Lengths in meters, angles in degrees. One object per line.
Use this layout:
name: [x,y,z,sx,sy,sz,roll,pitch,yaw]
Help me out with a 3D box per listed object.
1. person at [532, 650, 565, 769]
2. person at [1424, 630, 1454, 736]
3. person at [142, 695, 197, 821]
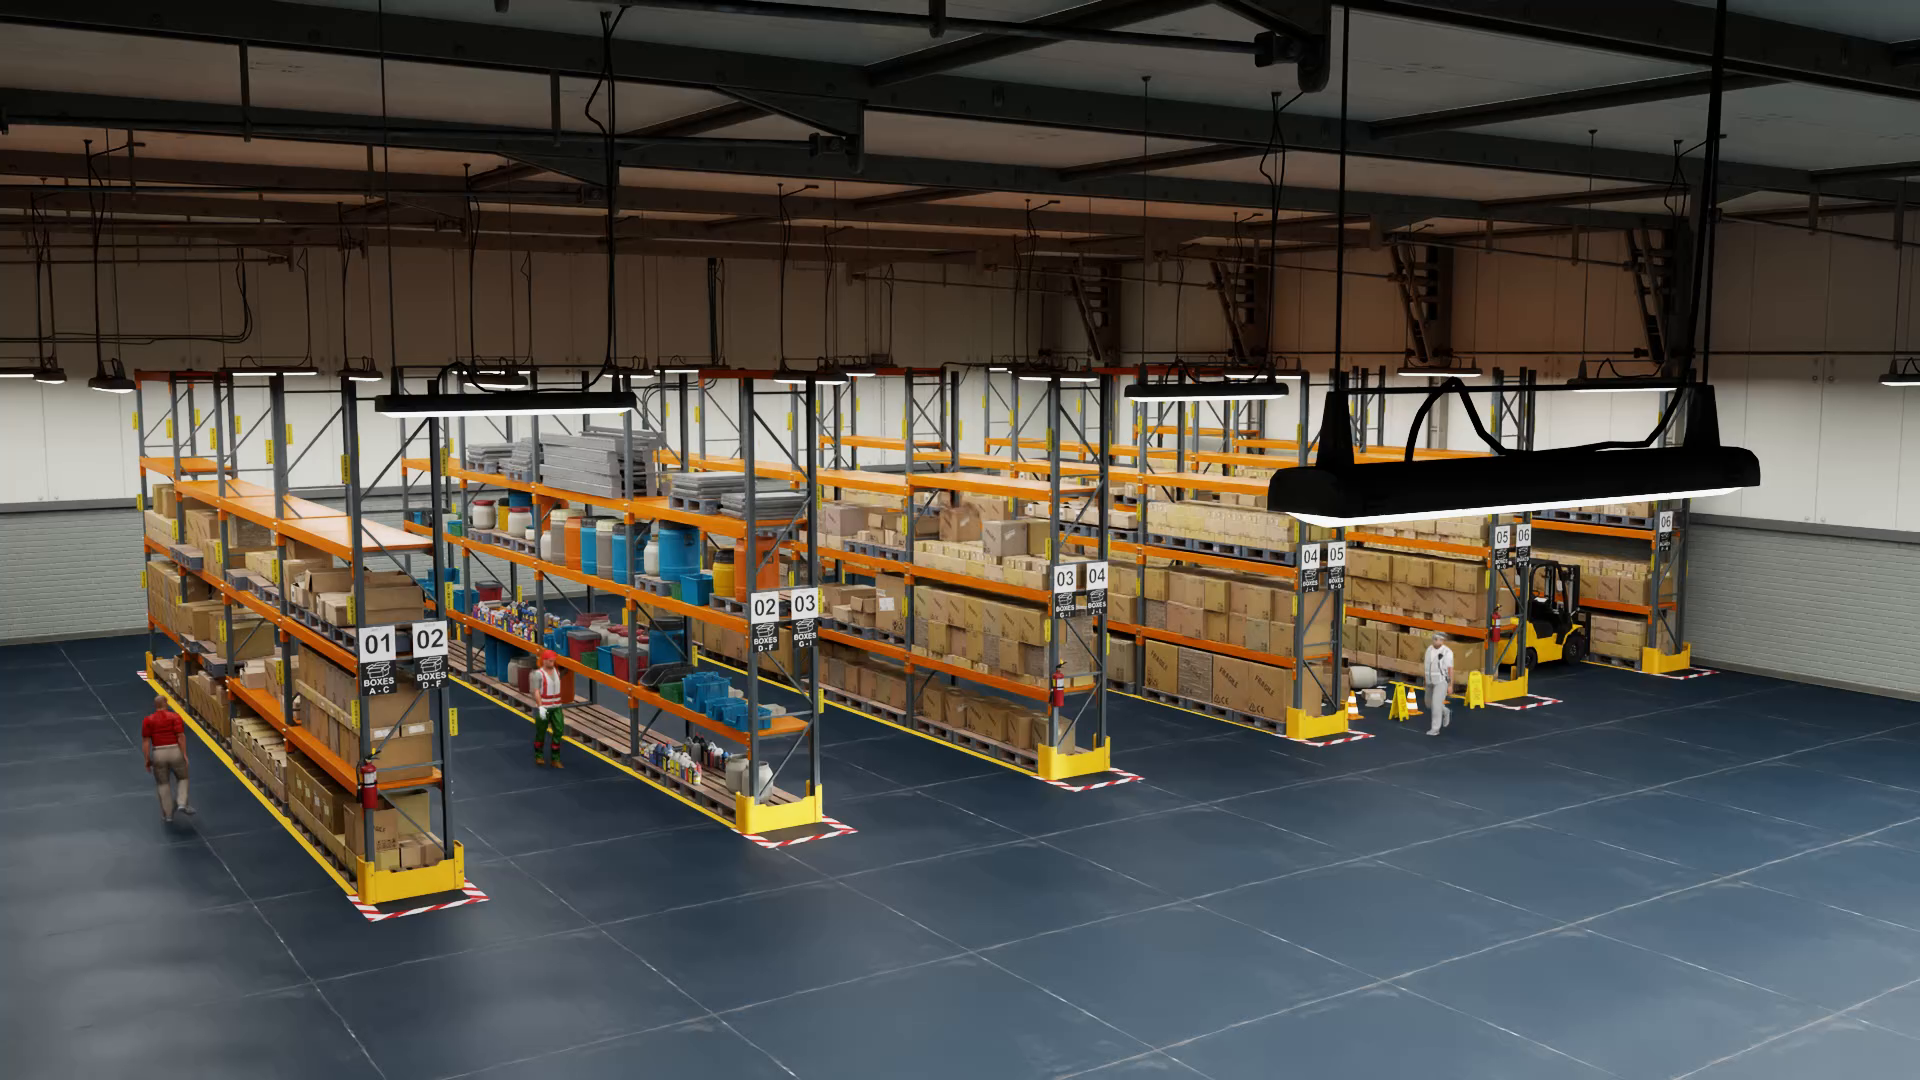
person: [-6.284,2.593,25.449,0.562,1.827,0.610,-6,9,-43]
person: [7.985,2.335,27.652,0.817,1.736,0.563,-5,8,-38]
person: [-10.672,2.944,22.421,0.607,1.707,0.524,-3,7,-28]
